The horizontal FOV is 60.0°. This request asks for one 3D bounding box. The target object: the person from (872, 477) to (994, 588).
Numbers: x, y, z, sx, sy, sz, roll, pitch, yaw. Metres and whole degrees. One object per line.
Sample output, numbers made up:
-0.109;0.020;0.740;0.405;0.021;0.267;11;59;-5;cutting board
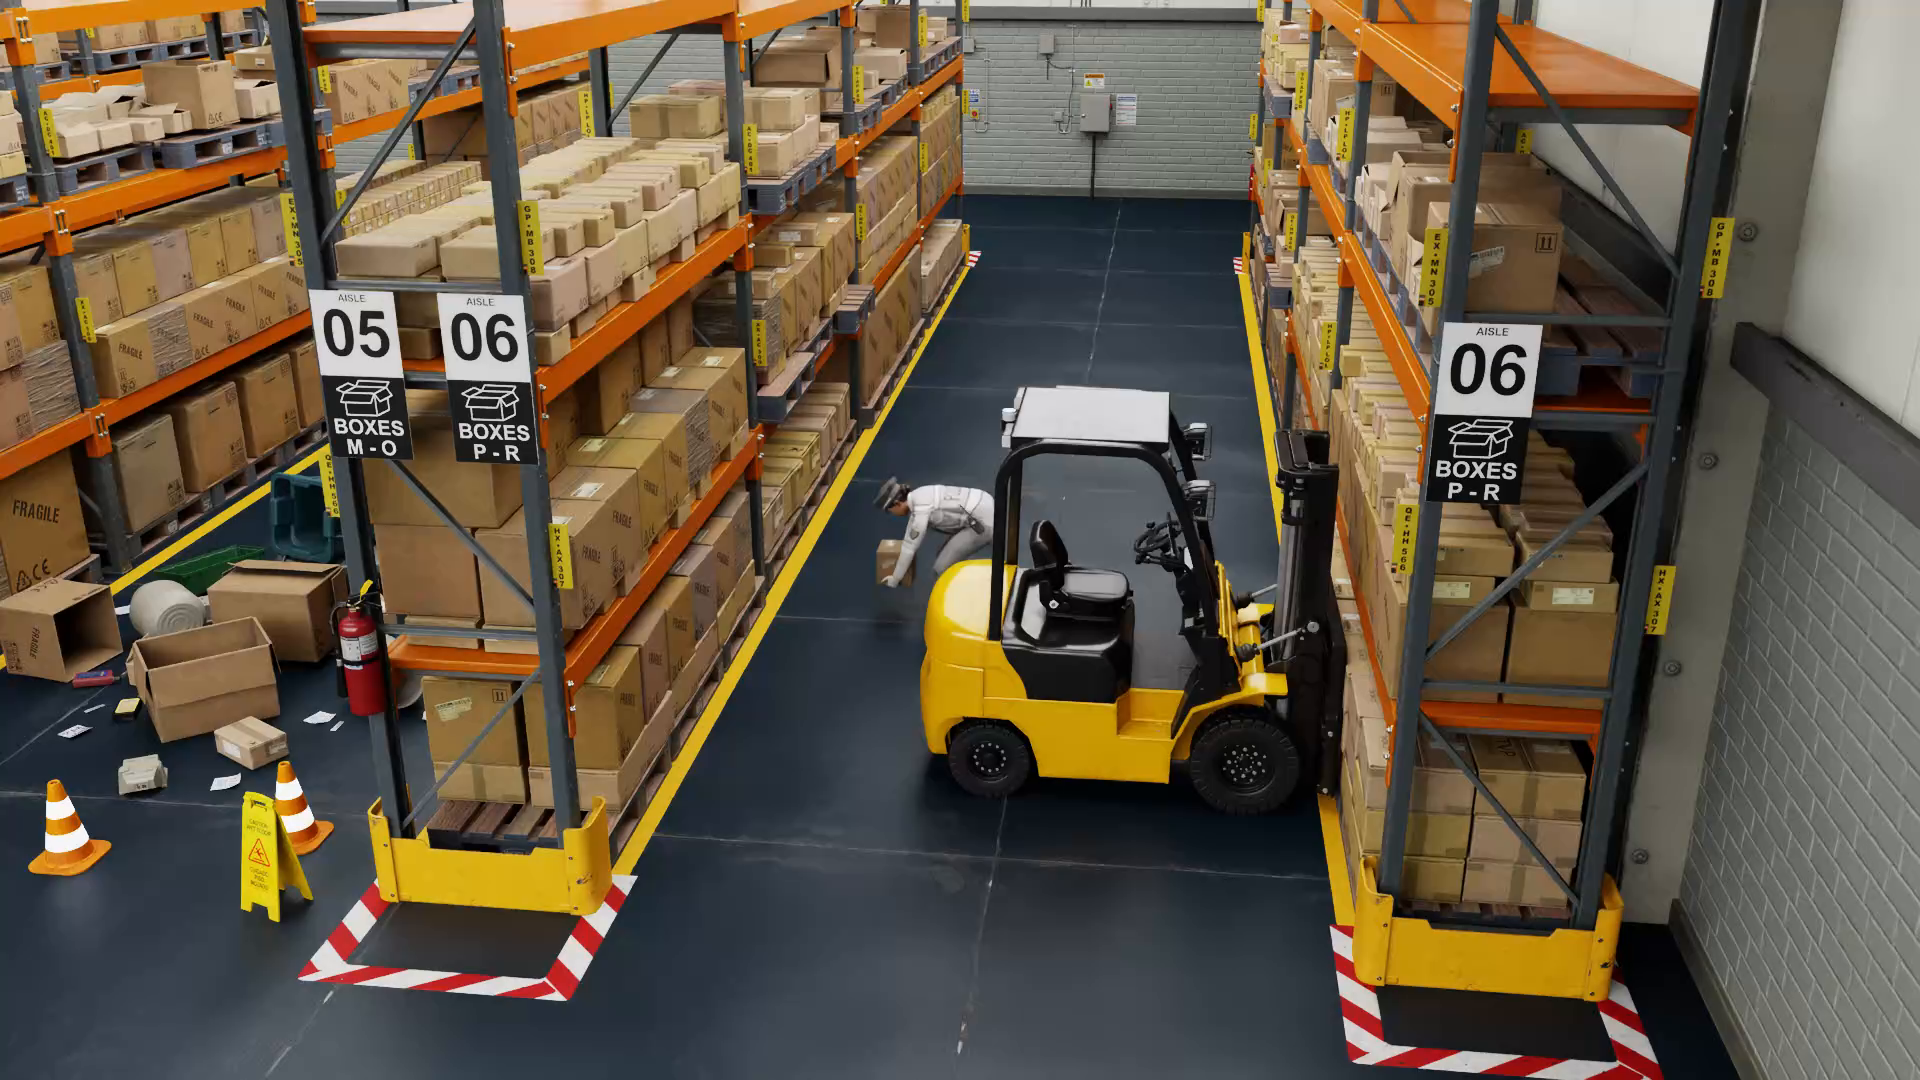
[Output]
-0.161;0.052;11.826;0.922;1.030;0.460;1;21;4;person
